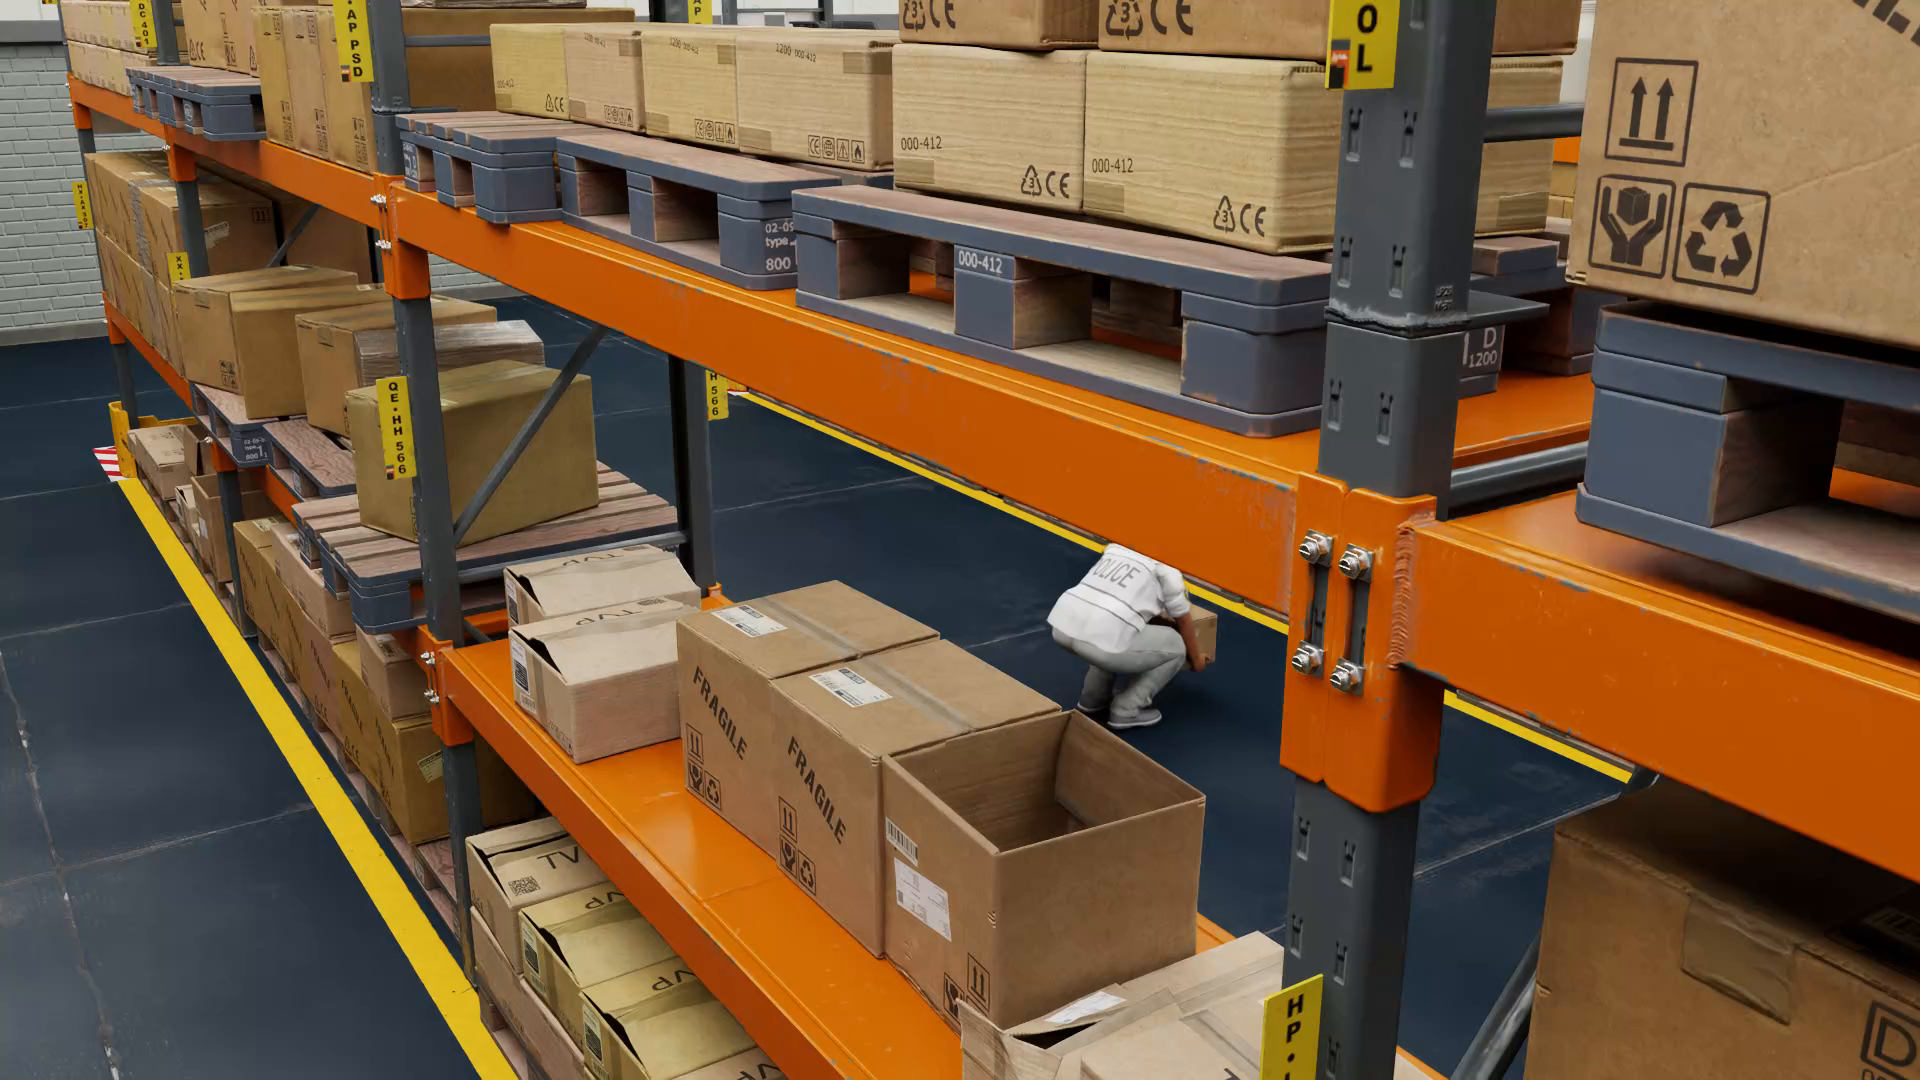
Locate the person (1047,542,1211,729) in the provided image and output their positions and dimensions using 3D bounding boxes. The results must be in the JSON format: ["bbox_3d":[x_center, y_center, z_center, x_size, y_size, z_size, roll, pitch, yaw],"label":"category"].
[{"bbox_3d":[0.818,0.395,8.003,0.844,0.962,0.493,-12,22,-33],"label":"person"}]
